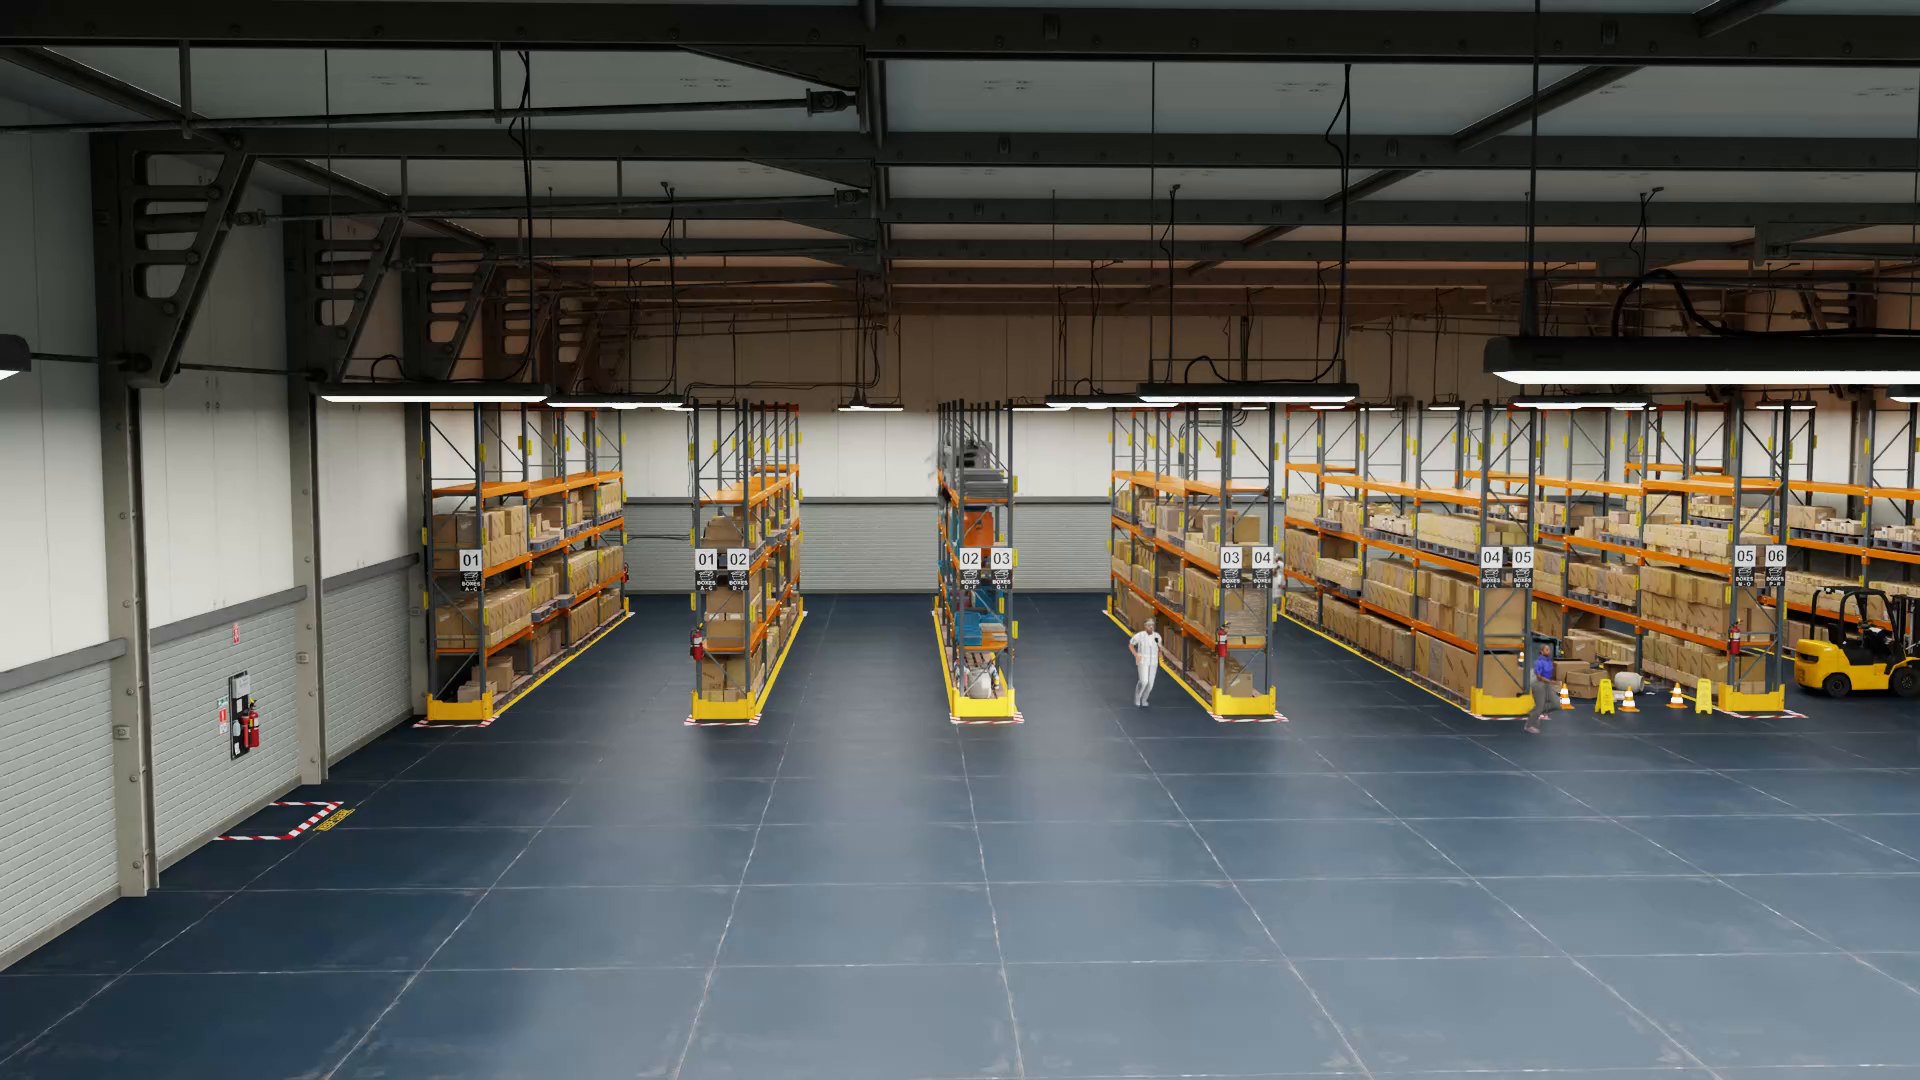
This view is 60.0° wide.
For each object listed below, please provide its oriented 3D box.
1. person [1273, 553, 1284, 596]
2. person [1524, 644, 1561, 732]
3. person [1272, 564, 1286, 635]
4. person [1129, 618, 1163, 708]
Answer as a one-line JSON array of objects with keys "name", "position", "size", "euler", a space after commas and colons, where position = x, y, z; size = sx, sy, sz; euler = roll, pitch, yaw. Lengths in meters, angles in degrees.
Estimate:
[{"name": "person", "position": [9.377, 1.219, 48.914], "size": [0.680, 1.683, 0.669], "euler": [0, 4, -4]}, {"name": "person", "position": [10.492, 2.671, 29.822], "size": [0.601, 1.578, 0.678], "euler": [-4, 6, -42]}, {"name": "person", "position": [8.168, 1.538, 43.409], "size": [0.663, 1.848, 0.785], "euler": [0, 4, -6]}, {"name": "person", "position": [3.664, 2.397, 32.406], "size": [0.638, 1.766, 0.656], "euler": [-1, 4, -14]}]
